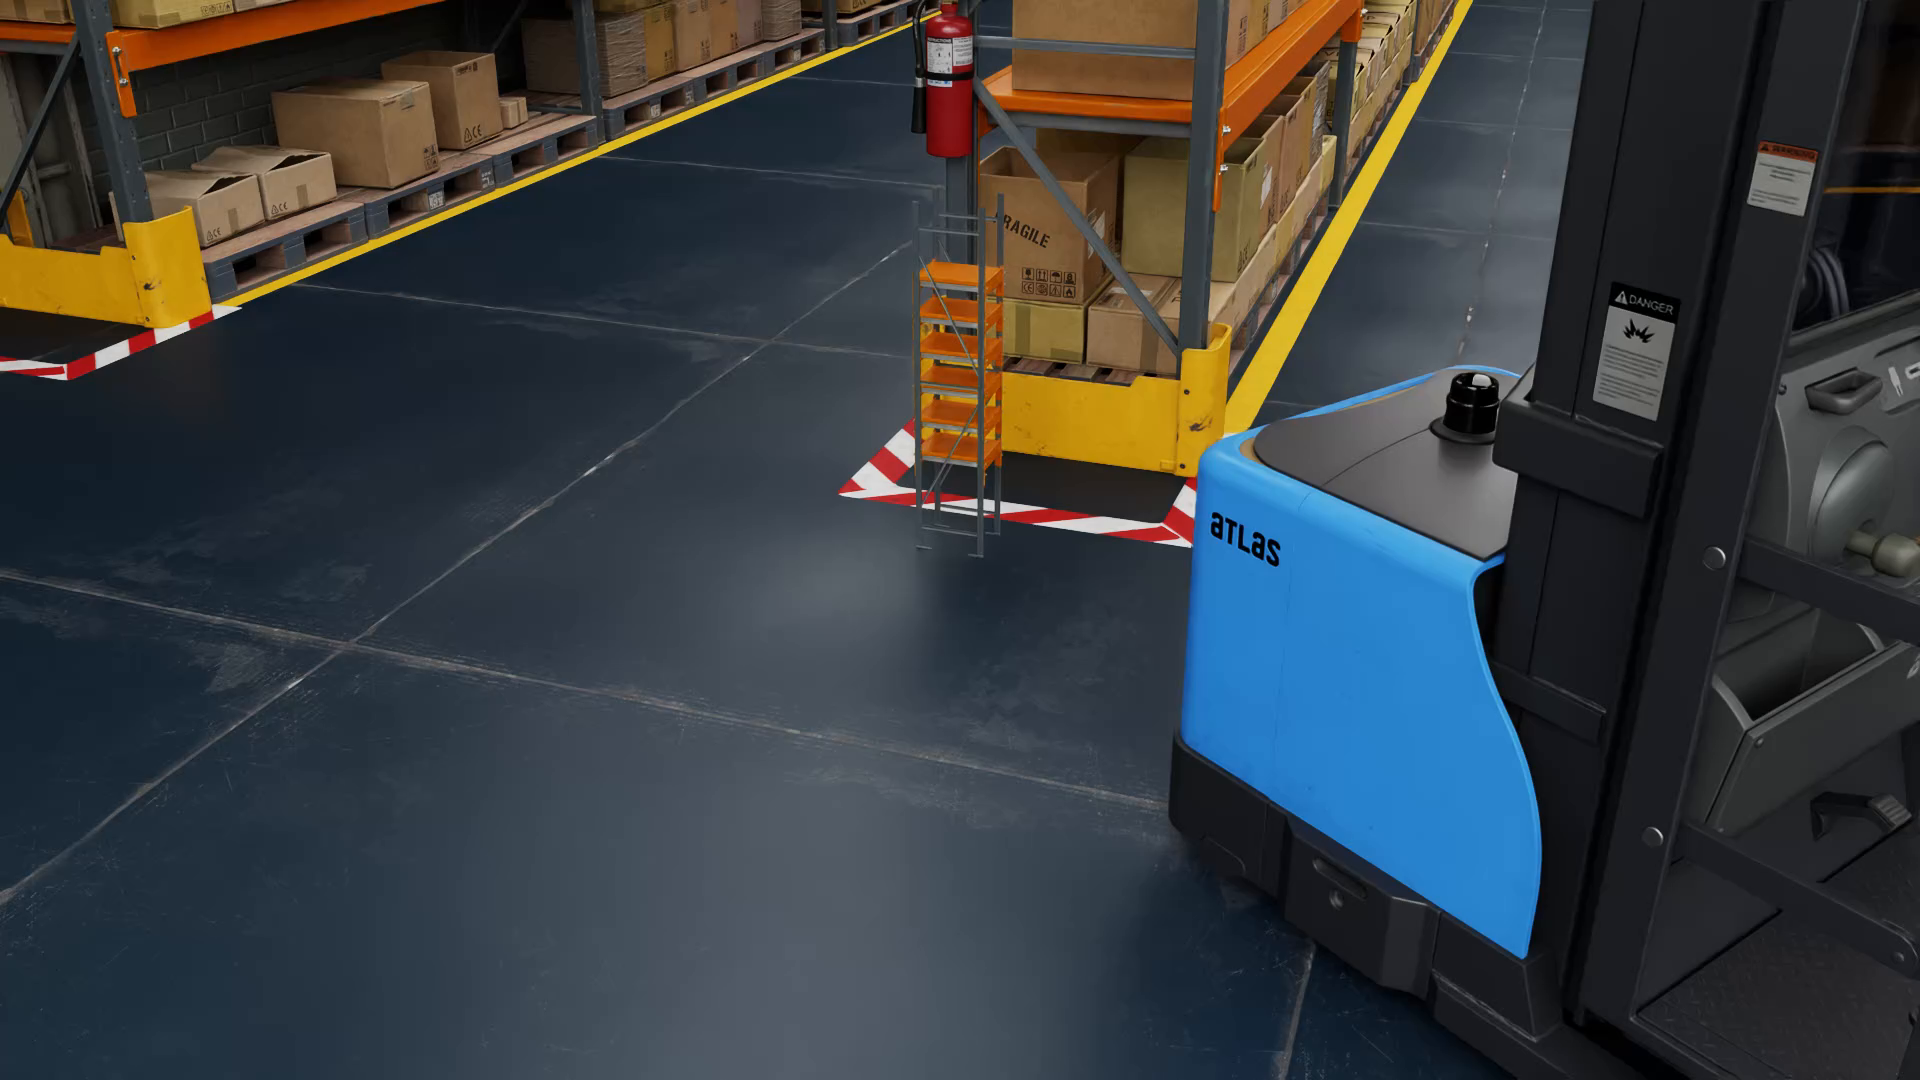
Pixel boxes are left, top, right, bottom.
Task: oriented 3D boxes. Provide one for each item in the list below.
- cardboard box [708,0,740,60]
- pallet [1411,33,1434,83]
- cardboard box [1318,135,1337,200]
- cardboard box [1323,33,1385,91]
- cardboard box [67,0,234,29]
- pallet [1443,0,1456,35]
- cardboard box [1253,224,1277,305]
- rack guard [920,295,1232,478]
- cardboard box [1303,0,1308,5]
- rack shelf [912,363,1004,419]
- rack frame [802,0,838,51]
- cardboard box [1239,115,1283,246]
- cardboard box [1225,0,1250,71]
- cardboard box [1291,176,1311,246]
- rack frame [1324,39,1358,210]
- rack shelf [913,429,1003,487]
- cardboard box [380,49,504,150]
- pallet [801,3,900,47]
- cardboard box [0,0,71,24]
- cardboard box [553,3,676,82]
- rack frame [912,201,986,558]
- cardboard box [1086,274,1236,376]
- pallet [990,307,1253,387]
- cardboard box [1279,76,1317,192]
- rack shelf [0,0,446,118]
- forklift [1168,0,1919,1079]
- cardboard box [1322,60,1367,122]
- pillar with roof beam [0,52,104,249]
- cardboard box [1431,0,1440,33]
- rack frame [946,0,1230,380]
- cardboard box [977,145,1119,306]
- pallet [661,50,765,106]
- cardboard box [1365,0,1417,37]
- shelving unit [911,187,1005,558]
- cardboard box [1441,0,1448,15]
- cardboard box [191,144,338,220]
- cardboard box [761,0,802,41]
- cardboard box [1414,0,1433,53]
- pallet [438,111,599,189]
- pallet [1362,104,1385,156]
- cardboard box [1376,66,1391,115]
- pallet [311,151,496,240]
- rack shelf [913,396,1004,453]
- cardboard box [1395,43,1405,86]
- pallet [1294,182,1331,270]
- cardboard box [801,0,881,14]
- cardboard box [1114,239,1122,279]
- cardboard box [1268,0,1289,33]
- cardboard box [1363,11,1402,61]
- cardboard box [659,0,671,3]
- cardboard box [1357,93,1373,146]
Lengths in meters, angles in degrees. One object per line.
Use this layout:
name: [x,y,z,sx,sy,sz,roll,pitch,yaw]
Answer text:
cardboard box: [-2.183,-4.112,13.164,0.700,0.500,0.500,9,27,17]
pallet: [3.384,-4.075,13.924,1.003,0.211,1.213,9,27,17]
cardboard box: [1.821,-2.114,9.348,0.500,0.250,0.500,9,27,17]
cardboard box: [2.484,-3.140,10.824,0.500,0.311,0.500,8,27,16]
cardboard box: [-3.773,-2.554,7.732,0.500,0.250,0.500,8,27,16]
pallet: [4.196,-5.078,15.995,1.003,0.211,1.213,9,27,17]
cardboard box: [1.156,-1.292,7.650,0.500,0.250,0.500,9,27,17]
rack guard: [0.430,-0.606,6.429,1.175,0.500,0.348,9,27,17]
cardboard box: [1.458,-3.029,8.449,0.700,0.500,0.500,8,27,17]
rack shelf: [-0.005,-0.494,5.496,0.258,0.103,0.180,9,27,17]
rack frame: [-1.572,-5.746,14.175,1.000,3.000,0.127,9,27,17]
cardboard box: [1.145,-1.631,7.490,0.500,0.500,0.500,9,27,17]
cardboard box: [0.776,-2.193,6.722,0.700,0.500,0.500,9,27,19]
cardboard box: [1.493,-1.703,8.498,0.500,0.250,0.500,9,27,17]
rack frame: [1.769,-3.385,9.299,1.000,3.000,0.127,9,27,17]
rack shelf: [-0.005,-0.278,5.600,0.258,0.103,0.180,9,27,17]
cardboard box: [-3.211,-2.743,10.336,0.500,0.500,0.500,7,27,14]
pallet: [-1.239,-4.804,15.429,1.003,0.211,1.213,9,27,17]
cardboard box: [-4.262,-2.620,7.868,0.500,0.250,0.500,9,27,18]
cardboard box: [-2.550,-3.699,12.312,0.700,0.500,0.500,8,27,16]
rack frame: [-0.035,-0.496,5.399,0.240,1.200,0.006,9,27,17]
cardboard box: [0.826,-0.881,6.800,0.500,0.250,0.500,9,27,17]
pallet: [0.653,-0.807,7.173,1.003,0.211,1.213,9,27,17]
cardboard box: [1.481,-2.042,8.338,0.500,0.500,0.500,9,27,17]
rack shelf: [-3.569,-2.956,9.239,1.077,0.370,4.000,9,27,17]
forklift: [1.799,-0.176,2.751,1.130,2.935,3.031,-18,31,-32]
cardboard box: [2.142,-2.723,9.961,0.500,0.311,0.500,9,27,18]
pillar with roof beam: [-0.758,-4.947,5.641,9.100,9.000,0.400,9,27,17]
cardboard box: [3.862,-4.669,14.314,0.500,0.500,0.500,8,27,17]
rack frame: [0.438,-1.741,5.904,1.000,3.000,0.127,9,27,17]
cardboard box: [0.336,-1.294,6.793,0.500,0.500,0.500,9,27,17]
pallet: [-2.241,-3.670,13.088,1.003,0.211,1.213,9,27,17]
cardboard box: [3.158,-3.982,12.561,0.500,0.311,0.500,9,27,19]
shelving unit: [-0.005,-0.534,5.476,0.258,1.200,0.189,9,27,17]
cardboard box: [4.198,-5.093,15.191,0.500,0.500,0.500,9,27,18]
cardboard box: [-3.730,-1.951,8.919,0.500,0.311,0.500,11,28,22]
cardboard box: [-1.763,-4.515,13.997,0.700,0.500,0.500,9,27,18]
cardboard box: [3.521,-4.247,13.444,0.500,0.500,0.500,10,28,20]
pallet: [-3.094,-2.566,10.807,1.003,0.211,1.213,9,27,17]
pallet: [2.382,-2.941,11.583,1.003,0.211,1.213,9,27,17]
cardboard box: [2.648,-3.098,11.380,0.500,0.250,0.500,9,27,18]
pallet: [-3.498,-2.063,9.768,1.003,0.211,1.213,9,27,17]
rack shelf: [-0.005,-0.386,5.548,0.258,0.103,0.180,9,27,17]
cardboard box: [2.987,-3.516,12.244,0.500,0.250,0.500,8,27,17]
pallet: [1.465,-1.809,9.244,1.003,0.211,1.213,9,27,17]
cardboard box: [-1.204,-5.250,15.137,0.750,0.750,0.750,8,27,17]
cardboard box: [0.493,-1.163,7.384,0.500,0.250,0.500,9,27,17]
cardboard box: [1.118,-2.613,7.590,0.700,0.500,0.500,10,27,19]
cardboard box: [2.821,-3.560,11.691,0.500,0.311,0.500,9,27,17]
cardboard box: [-2.361,-4.213,12.512,0.500,0.250,0.500,8,27,16]
cardboard box: [2.308,-2.676,10.509,0.500,0.250,0.500,9,27,19]
